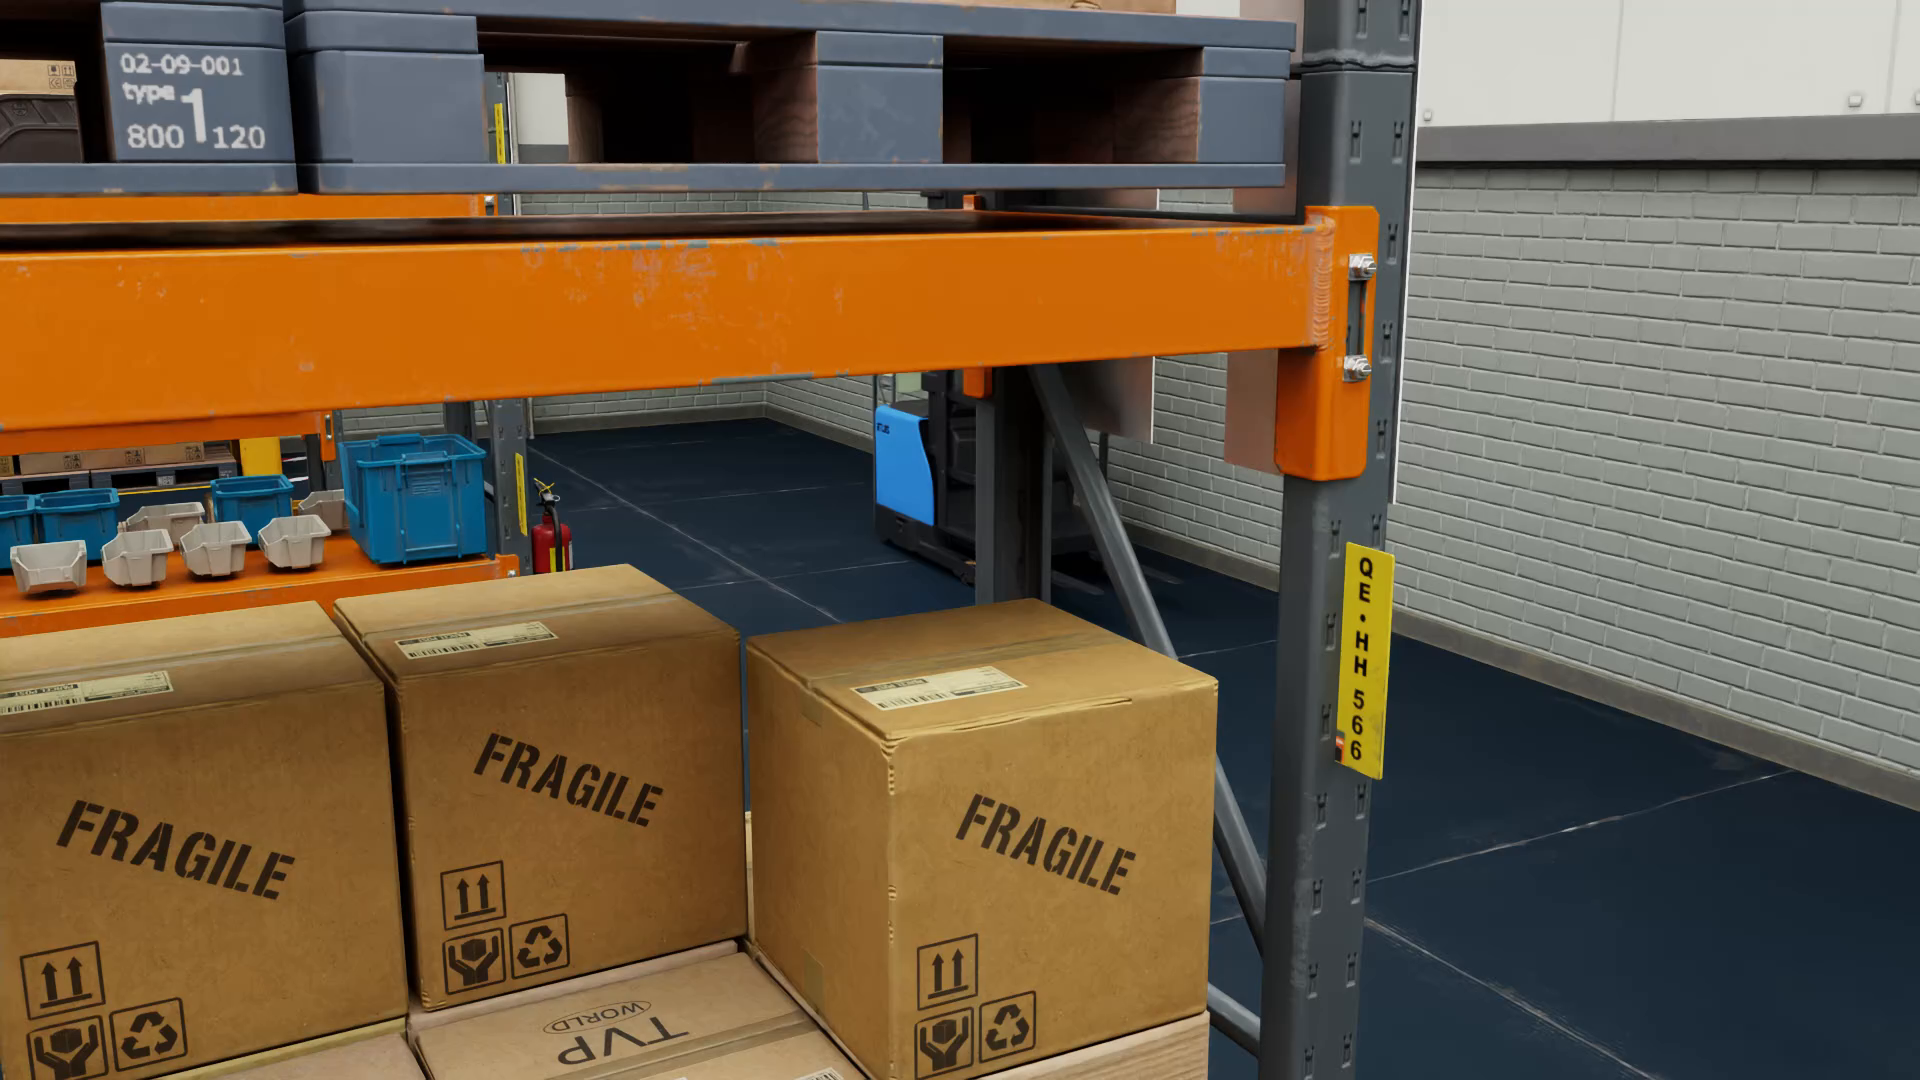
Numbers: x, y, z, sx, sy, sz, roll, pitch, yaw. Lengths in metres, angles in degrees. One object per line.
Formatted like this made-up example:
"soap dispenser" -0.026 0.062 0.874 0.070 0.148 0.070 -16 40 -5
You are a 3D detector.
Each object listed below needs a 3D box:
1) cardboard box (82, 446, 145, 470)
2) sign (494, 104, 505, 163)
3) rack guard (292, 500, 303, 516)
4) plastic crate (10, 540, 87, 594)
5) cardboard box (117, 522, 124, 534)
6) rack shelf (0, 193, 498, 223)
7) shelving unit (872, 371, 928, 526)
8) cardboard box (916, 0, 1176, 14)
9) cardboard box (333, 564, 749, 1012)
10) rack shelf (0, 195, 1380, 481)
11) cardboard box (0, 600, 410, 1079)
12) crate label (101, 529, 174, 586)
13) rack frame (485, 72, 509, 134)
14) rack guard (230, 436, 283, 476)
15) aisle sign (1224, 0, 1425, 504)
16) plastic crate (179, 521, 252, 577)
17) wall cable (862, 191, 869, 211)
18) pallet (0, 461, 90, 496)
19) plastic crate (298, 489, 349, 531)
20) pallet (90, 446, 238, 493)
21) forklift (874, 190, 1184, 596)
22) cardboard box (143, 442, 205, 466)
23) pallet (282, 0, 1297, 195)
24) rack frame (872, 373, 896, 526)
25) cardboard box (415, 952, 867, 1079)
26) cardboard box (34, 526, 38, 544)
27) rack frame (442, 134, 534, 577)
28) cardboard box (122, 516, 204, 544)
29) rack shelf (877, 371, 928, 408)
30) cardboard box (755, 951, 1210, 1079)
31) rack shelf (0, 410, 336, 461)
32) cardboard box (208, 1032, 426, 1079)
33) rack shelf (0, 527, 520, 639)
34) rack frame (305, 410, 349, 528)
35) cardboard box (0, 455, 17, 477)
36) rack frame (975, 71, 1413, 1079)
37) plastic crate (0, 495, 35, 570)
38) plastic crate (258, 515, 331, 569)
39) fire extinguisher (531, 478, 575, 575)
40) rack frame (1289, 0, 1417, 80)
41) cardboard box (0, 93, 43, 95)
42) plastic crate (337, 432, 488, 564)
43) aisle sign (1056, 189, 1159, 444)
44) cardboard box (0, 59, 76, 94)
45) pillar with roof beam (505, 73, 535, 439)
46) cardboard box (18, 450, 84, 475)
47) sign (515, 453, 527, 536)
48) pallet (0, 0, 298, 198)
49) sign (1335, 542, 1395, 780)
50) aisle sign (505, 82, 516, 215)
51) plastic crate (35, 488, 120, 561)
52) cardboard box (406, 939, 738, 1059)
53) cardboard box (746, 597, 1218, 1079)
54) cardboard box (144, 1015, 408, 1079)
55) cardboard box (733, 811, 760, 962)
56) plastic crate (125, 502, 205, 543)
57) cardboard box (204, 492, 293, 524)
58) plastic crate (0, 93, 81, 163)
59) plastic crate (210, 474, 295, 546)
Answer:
"cardboard box" -7.806 -0.959 15.275 0.500 0.500 0.700 -7 14 -28
"sign" -1.776 -1.518 6.429 0.005 0.325 0.100 -7 14 -28
"rack guard" -4.490 0.063 11.692 0.348 0.500 1.175 -7 14 -28
"plastic crate" -3.428 0.107 6.268 0.250 0.136 0.298 -7 14 -28
"cardboard box" -5.915 0.070 11.228 0.500 0.250 0.500 -7 14 -28
"rack shelf" -3.809 -1.112 6.025 4.000 0.370 1.077 -7 14 -28
"shelving unit" -0.278 -0.846 13.453 0.755 1.500 0.431 -7 14 -27
"cardboard box" -0.111 -0.956 2.282 0.500 0.500 0.700 -8 15 -31
"cardboard box" -0.670 0.358 2.643 0.500 0.500 0.500 -7 15 -29
"rack shelf" -1.436 -0.157 1.783 4.000 0.370 1.077 -7 14 -28
"cardboard box" -1.122 0.414 2.396 0.500 0.500 0.500 -7 15 -29
"crate label" -3.177 0.072 6.422 0.243 0.136 0.396 -7 14 -28
"rack frame" -2.054 -3.137 6.551 0.127 3.000 1.000 -7 14 -28
"rack guard" -6.779 -0.902 15.979 0.348 0.500 1.175 -7 14 -28
"aisle sign" 0.527 -0.473 2.460 0.004 0.787 0.394 -7 14 -28
"plastic crate" -2.944 0.038 6.573 0.243 0.136 0.396 -7 14 -28
"wall cable" -1.665 -4.057 17.714 0.112 2.526 3.097 -7 14 -28
"pallet" -8.534 -0.532 14.993 1.213 0.211 1.003 -7 14 -28
"plastic crate" -2.749 -0.130 7.320 0.298 0.136 0.250 -7 14 -28
"pallet" -7.465 -0.659 15.559 1.213 0.211 1.003 -7 14 -28
"forklift" 0.462 -1.193 11.734 1.130 2.935 3.031 -7 14 -27
"cardboard box" -7.367 -1.012 15.509 0.500 0.500 0.700 -7 14 -28
"pallet" -0.327 -0.595 2.293 1.213 0.211 1.003 -7 14 -28
"rack frame" -0.602 -0.809 13.286 0.023 1.500 0.400 -7 14 -27
"cardboard box" -0.424 0.828 2.262 0.500 0.250 0.500 -7 15 -29
"cardboard box" -6.288 0.061 10.692 0.637 0.503 0.797 -7 14 -28
"rack frame" -2.054 -0.210 7.210 0.127 3.000 1.000 -7 14 -28
"cardboard box" -5.476 0.017 11.462 0.500 0.250 0.500 -7 14 -28
"rack shelf" -0.278 -1.227 13.367 0.720 0.370 0.431 -7 14 -27
"cardboard box" 0.021 0.775 2.499 0.500 0.250 0.500 -7 15 -29
"rack shelf" -6.179 -0.604 10.597 4.000 0.370 1.077 -7 14 -28
"cardboard box" -0.871 0.882 2.024 0.500 0.250 0.500 -7 15 -30
"rack shelf" -3.809 0.351 6.354 4.000 0.370 1.077 -7 14 -28
"rack frame" -4.424 -1.165 11.453 0.127 3.000 1.000 -7 14 -28
"cardboard box" -8.712 -0.848 14.784 0.500 0.500 0.700 -6 14 -27
"rack frame" 0.320 0.745 2.969 0.127 3.000 1.000 -7 14 -28
"plastic crate" -3.847 -0.025 6.632 0.300 0.233 0.416 -7 14 -28
"plastic crate" -2.683 0.010 6.696 0.243 0.136 0.396 -7 14 -28
"fire extinguisher" -1.703 0.081 6.941 0.183 0.674 0.296 -7 14 -28
"rack frame" 0.320 -2.182 2.310 0.127 3.000 1.000 -7 14 -28
"cardboard box" -5.632 -2.591 10.163 0.500 0.250 0.500 -7 14 -28
"plastic crate" -2.258 -0.185 6.883 0.499 0.435 0.616 -7 14 -28
"aisle sign" 0.239 -0.589 2.974 0.004 0.787 0.394 -7 14 -28
"cardboard box" -5.734 -2.998 10.262 0.500 0.500 0.700 -7 14 -28
"pillar with roof beam" -2.782 -4.667 13.351 0.400 9.000 9.100 -7 14 -28
"cardboard box" -8.247 -0.906 15.039 0.500 0.500 0.700 -7 15 -30
"sign" -1.776 -0.185 6.729 0.005 0.325 0.100 -7 14 -28
"pallet" -1.399 -0.466 1.719 1.213 0.211 1.003 -7 14 -28
"sign" 0.567 0.170 2.344 0.005 0.325 0.100 -7 14 -28
"aisle sign" -1.850 -1.429 6.707 0.004 0.787 0.394 -7 14 -28
"plastic crate" -3.584 -0.056 6.773 0.300 0.233 0.416 -7 14 -28
"cardboard box" -0.684 0.727 2.711 0.500 0.250 0.500 -7 14 -29
"cardboard box" 0.018 0.409 2.417 0.500 0.500 0.500 -7 14 -27
"cardboard box" -1.127 0.779 2.479 0.500 0.250 0.500 -7 15 -30
"cardboard box" -0.231 0.671 2.959 0.500 0.250 0.500 -7 15 -29
"plastic crate" -3.345 -0.059 7.003 0.298 0.136 0.250 -7 14 -28
"cardboard box" -4.783 -0.055 11.214 0.500 0.500 0.500 -7 14 -28
"plastic crate" -3.526 -1.535 6.409 0.767 0.338 0.504 -7 14 -28
"plastic crate" -3.006 -0.126 7.080 0.300 0.233 0.416 -7 14 -28
